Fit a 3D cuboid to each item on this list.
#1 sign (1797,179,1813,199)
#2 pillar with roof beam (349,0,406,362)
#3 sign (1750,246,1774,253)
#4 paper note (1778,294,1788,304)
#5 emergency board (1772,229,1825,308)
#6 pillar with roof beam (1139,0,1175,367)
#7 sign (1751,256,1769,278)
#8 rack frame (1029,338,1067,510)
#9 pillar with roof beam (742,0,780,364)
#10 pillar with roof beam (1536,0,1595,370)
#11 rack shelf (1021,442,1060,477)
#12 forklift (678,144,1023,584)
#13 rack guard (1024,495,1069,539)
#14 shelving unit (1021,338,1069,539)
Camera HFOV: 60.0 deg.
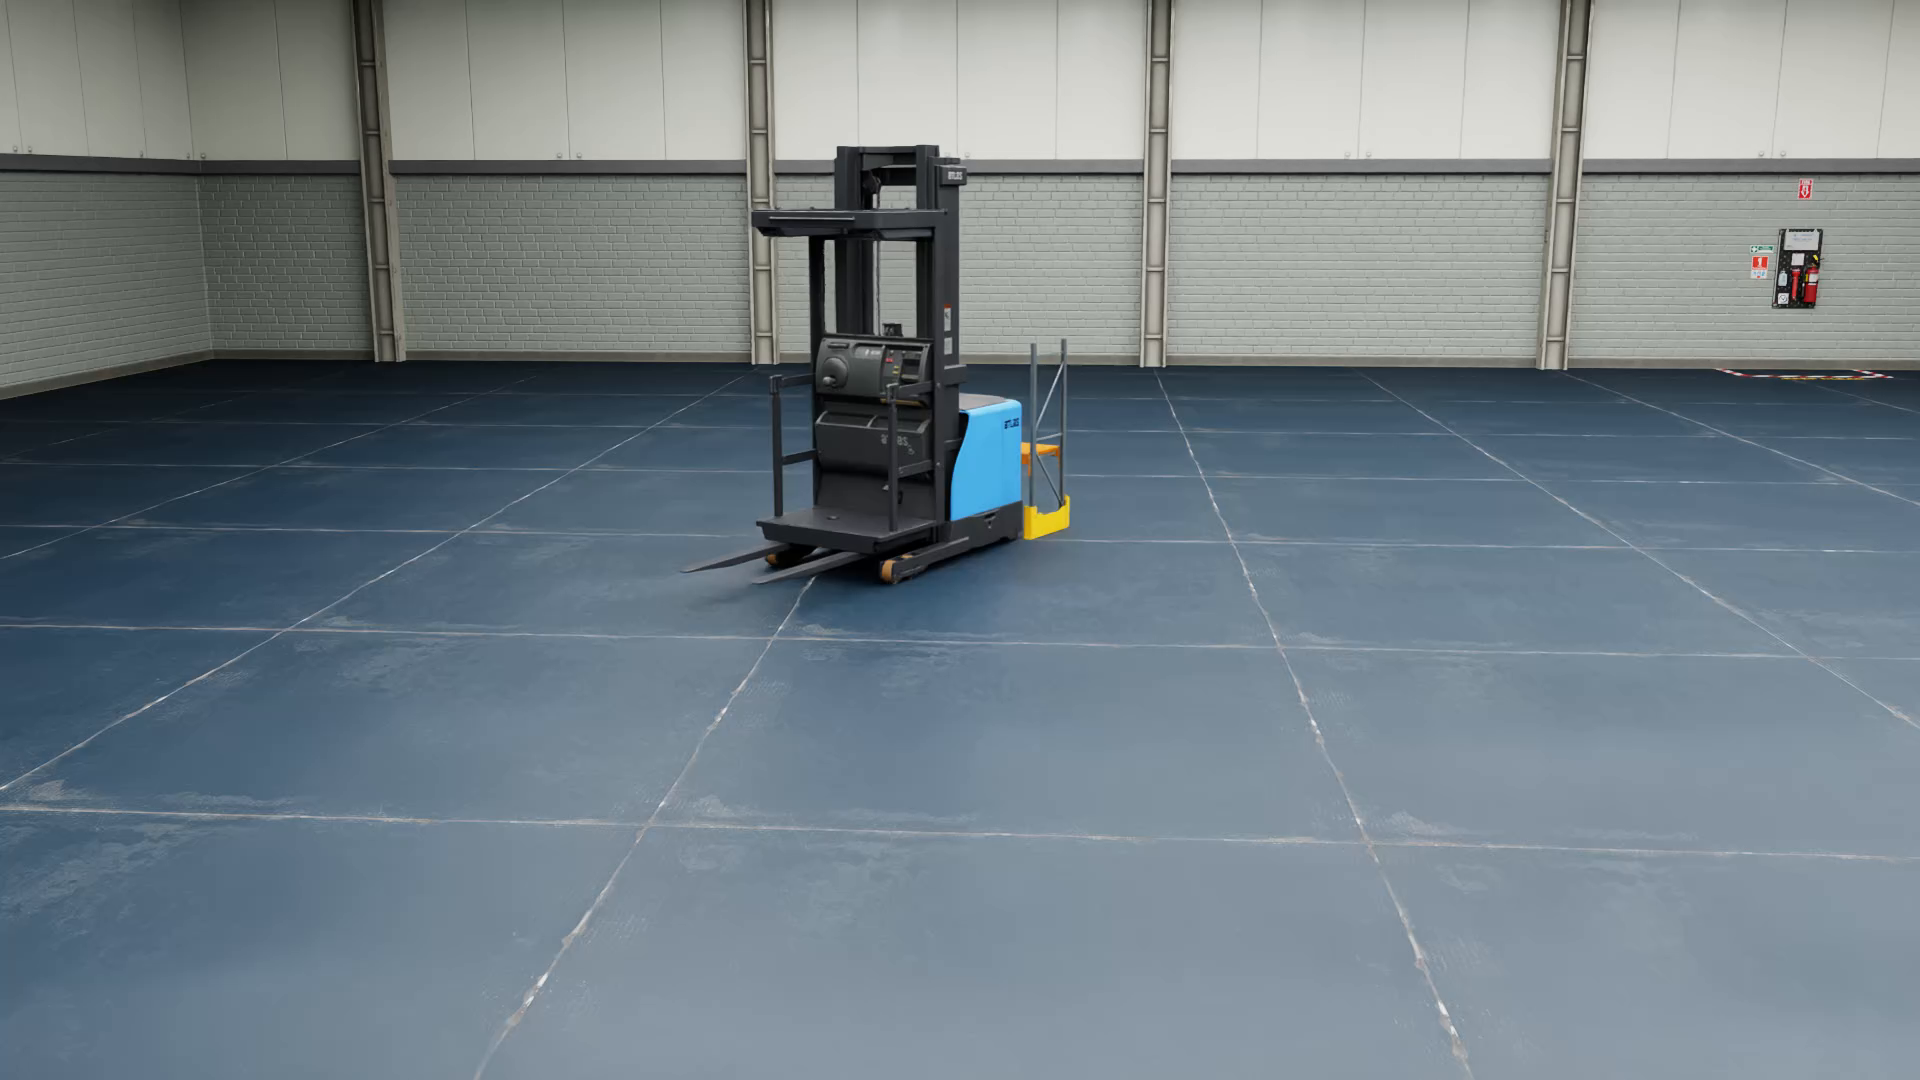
[{"bbox_3d":[12.466,-5.175,24.521,0.199,0.298,0.001,1,12,4],"label":"sign"},{"bbox_3d":[-9.303,-6.364,21.213,0.400,9.000,9.100,1,12,4],"label":"pillar with roof beam"},{"bbox_3d":[11.927,-4.324,24.731,0.331,0.109,0.001,1,12,4],"label":"sign"},{"bbox_3d":[12.295,-3.606,24.830,0.142,0.148,0.016,1,12,4],"label":"paper note"},{"bbox_3d":[12.467,-4.020,24.661,0.643,1.169,0.194,1,12,4],"label":"emergency board"},{"bbox_3d":[2.670,-6.200,20.428,0.400,9.000,9.100,1,12,4],"label":"pillar with roof beam"},{"bbox_3d":[11.923,-4.066,24.794,0.234,0.329,0.001,1,12,4],"label":"sign"},{"bbox_3d":[0.684,-0.794,12.901,0.032,1.500,0.500,8,14,33],"label":"rack frame"},{"bbox_3d":[-3.317,-6.282,20.821,0.400,9.000,9.100,1,12,4],"label":"pillar with roof beam"},{"bbox_3d":[8.656,-6.118,20.036,0.400,9.000,9.100,1,12,4],"label":"pillar with roof beam"},{"bbox_3d":[0.259,-0.675,13.211,1.000,0.185,0.538,8,14,33],"label":"rack shelf"},{"bbox_3d":[-0.730,-1.244,11.555,1.130,2.935,3.031,7,14,32],"label":"forklift"},{"bbox_3d":[0.683,-0.182,13.029,0.087,0.250,0.587,8,14,33],"label":"rack guard"},{"bbox_3d":[0.267,-0.850,13.170,1.083,1.500,0.587,8,14,33],"label":"shelving unit"}]
